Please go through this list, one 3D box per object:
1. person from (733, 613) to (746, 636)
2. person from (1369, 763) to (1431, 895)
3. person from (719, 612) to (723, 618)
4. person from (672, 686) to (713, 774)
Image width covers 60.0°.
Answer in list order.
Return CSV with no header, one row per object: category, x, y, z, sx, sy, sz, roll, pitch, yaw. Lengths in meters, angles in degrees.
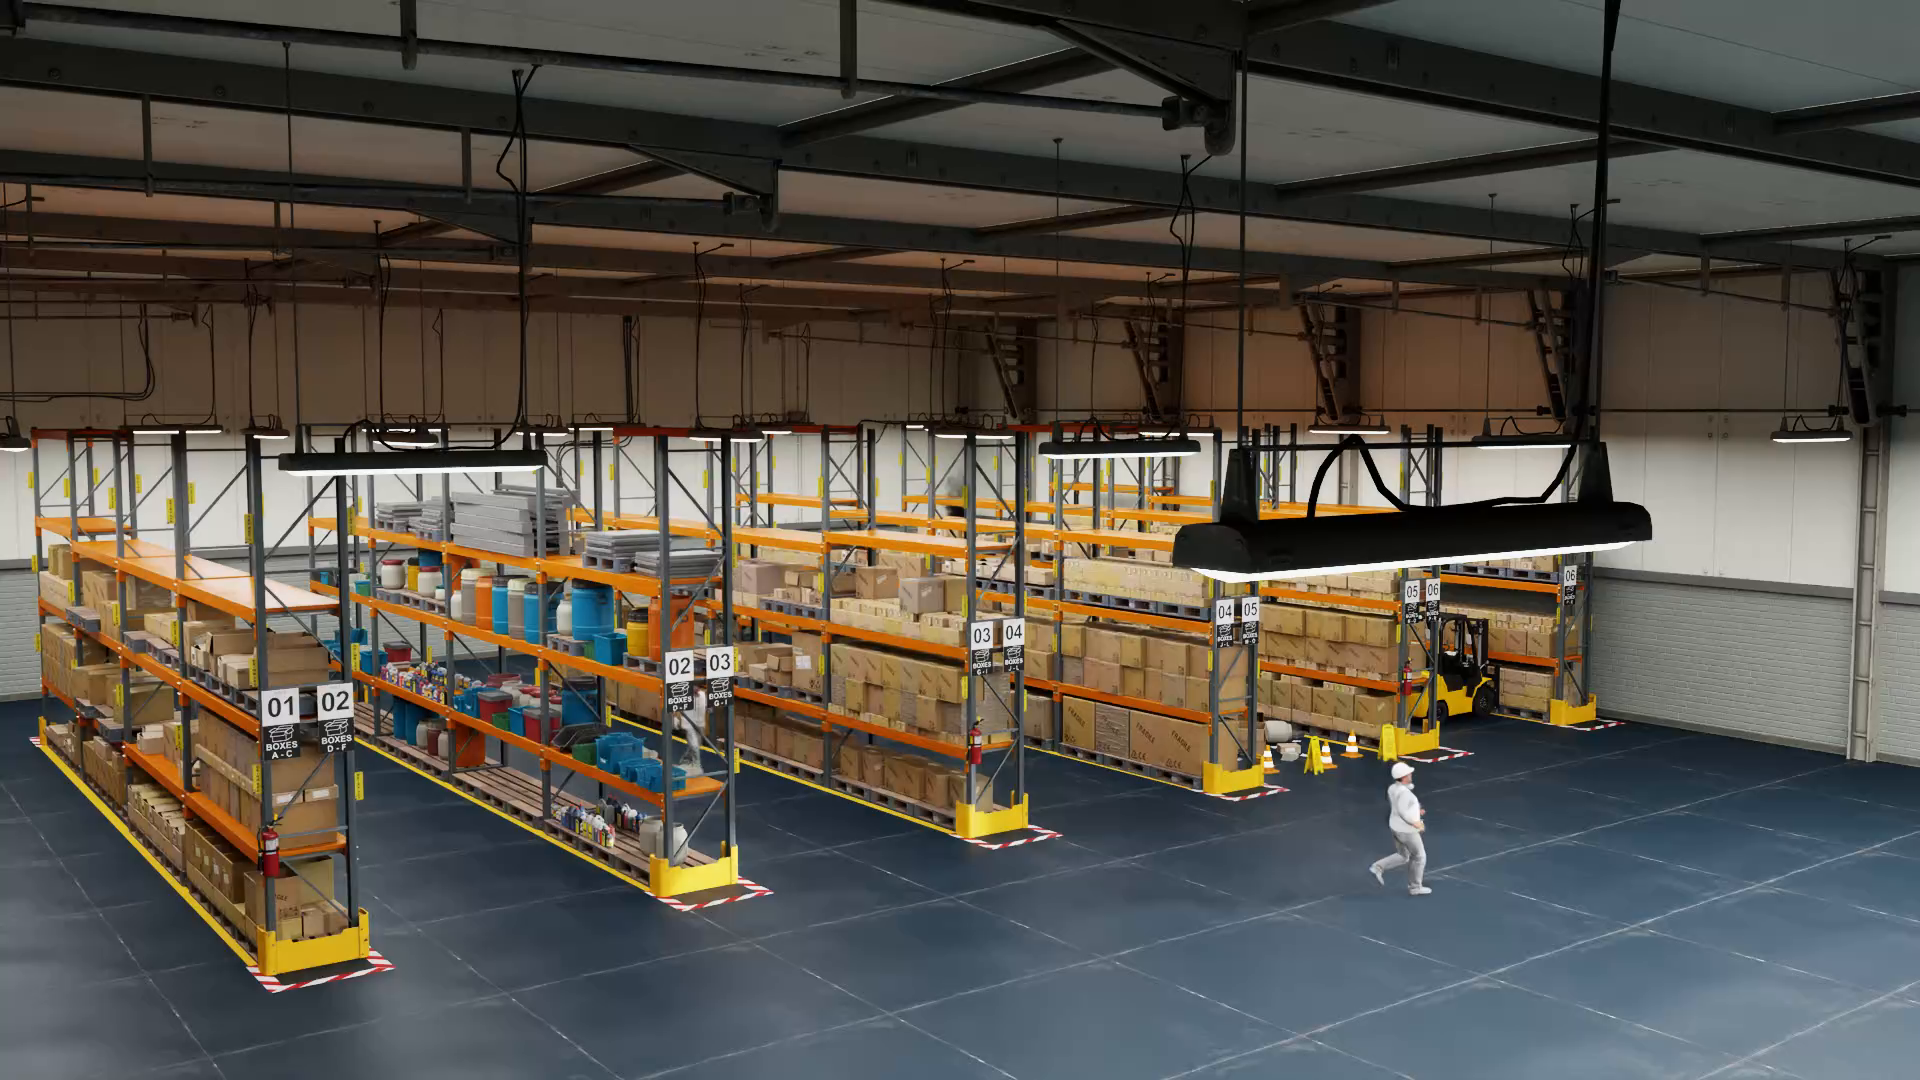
person,-5.538,2.245,41.691,0.811,1.676,0.692,-2,5,-19
person,5.782,3.762,21.666,0.768,1.739,0.668,0,4,-6
person,-5.425,2.481,38.211,0.600,1.742,0.817,-3,5,-35
person,-4.520,3.187,28.264,0.683,1.769,0.966,-4,6,-43
